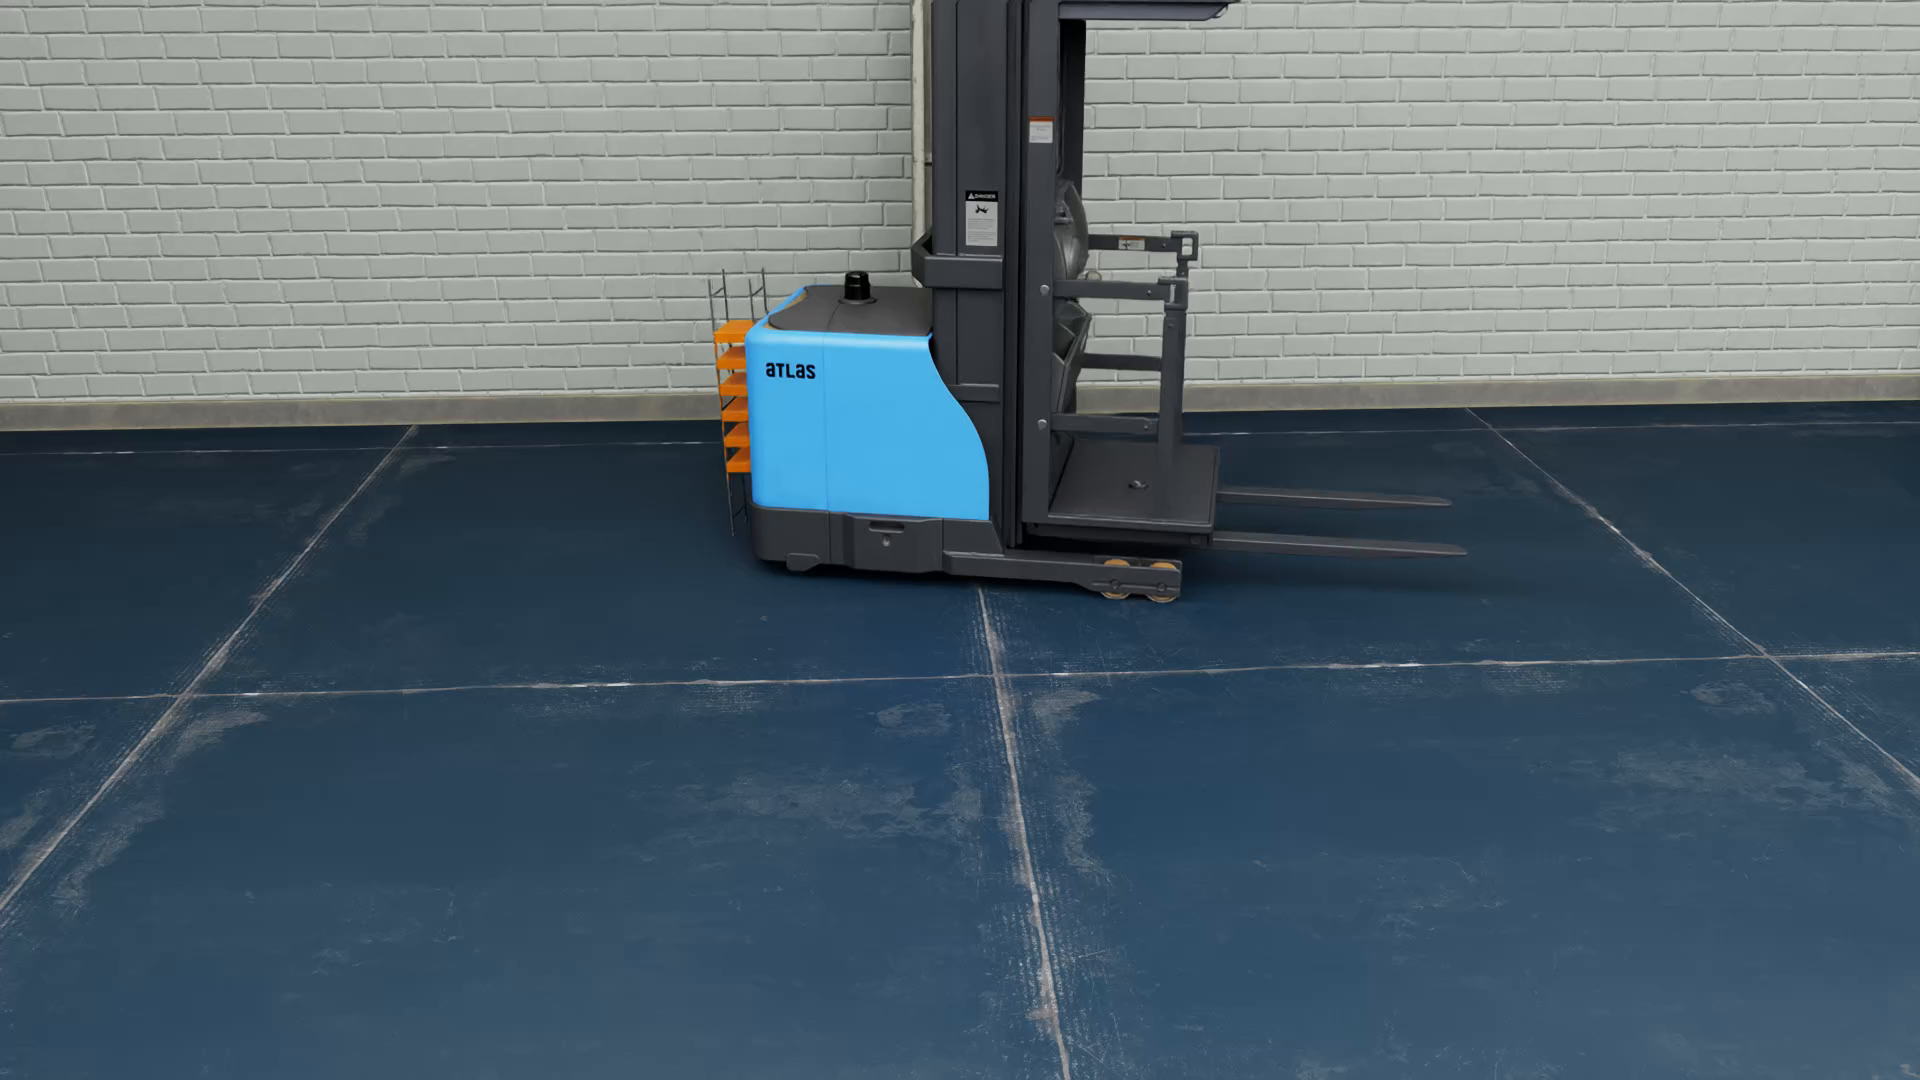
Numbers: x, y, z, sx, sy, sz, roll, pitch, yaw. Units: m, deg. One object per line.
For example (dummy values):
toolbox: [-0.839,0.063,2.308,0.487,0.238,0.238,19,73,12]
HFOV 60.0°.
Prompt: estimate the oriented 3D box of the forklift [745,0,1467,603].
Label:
forklift: [0.653,-1.312,6.948,3.031,2.935,1.130,4,21,9]

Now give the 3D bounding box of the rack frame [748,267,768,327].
rack frame: [-0.870,-0.613,7.523,0.006,1.200,0.240,1,21,9]

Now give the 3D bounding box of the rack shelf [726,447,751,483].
rack shelf: [-0.948,-0.348,7.636,0.180,0.103,0.258,1,21,9]

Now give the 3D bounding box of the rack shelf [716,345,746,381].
rack shelf: [-0.969,-0.797,7.469,0.180,0.103,0.258,1,21,9]

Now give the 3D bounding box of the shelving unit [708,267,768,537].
shelving unit: [-0.961,-0.614,7.537,0.189,1.200,0.258,1,21,9]

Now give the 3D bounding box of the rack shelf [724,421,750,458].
rack shelf: [-0.954,-0.460,7.595,0.180,0.103,0.258,1,21,9]

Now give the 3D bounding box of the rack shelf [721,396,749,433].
rack shelf: [-0.959,-0.573,7.553,0.180,0.103,0.258,1,21,9]

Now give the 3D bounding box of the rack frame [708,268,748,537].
rack frame: [-1.051,-0.615,7.552,0.006,1.200,0.240,1,21,9]

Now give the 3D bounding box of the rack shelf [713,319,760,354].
rack shelf: [-0.975,-0.910,7.427,0.180,0.103,0.258,1,21,9]

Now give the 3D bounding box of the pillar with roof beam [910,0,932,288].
pillar with roof beam: [0.191,-3.342,3.751,0.400,9.000,9.100,-1,21,-3]

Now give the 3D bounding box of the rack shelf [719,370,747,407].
rack shelf: [-0.964,-0.685,7.511,0.180,0.103,0.258,1,21,9]
